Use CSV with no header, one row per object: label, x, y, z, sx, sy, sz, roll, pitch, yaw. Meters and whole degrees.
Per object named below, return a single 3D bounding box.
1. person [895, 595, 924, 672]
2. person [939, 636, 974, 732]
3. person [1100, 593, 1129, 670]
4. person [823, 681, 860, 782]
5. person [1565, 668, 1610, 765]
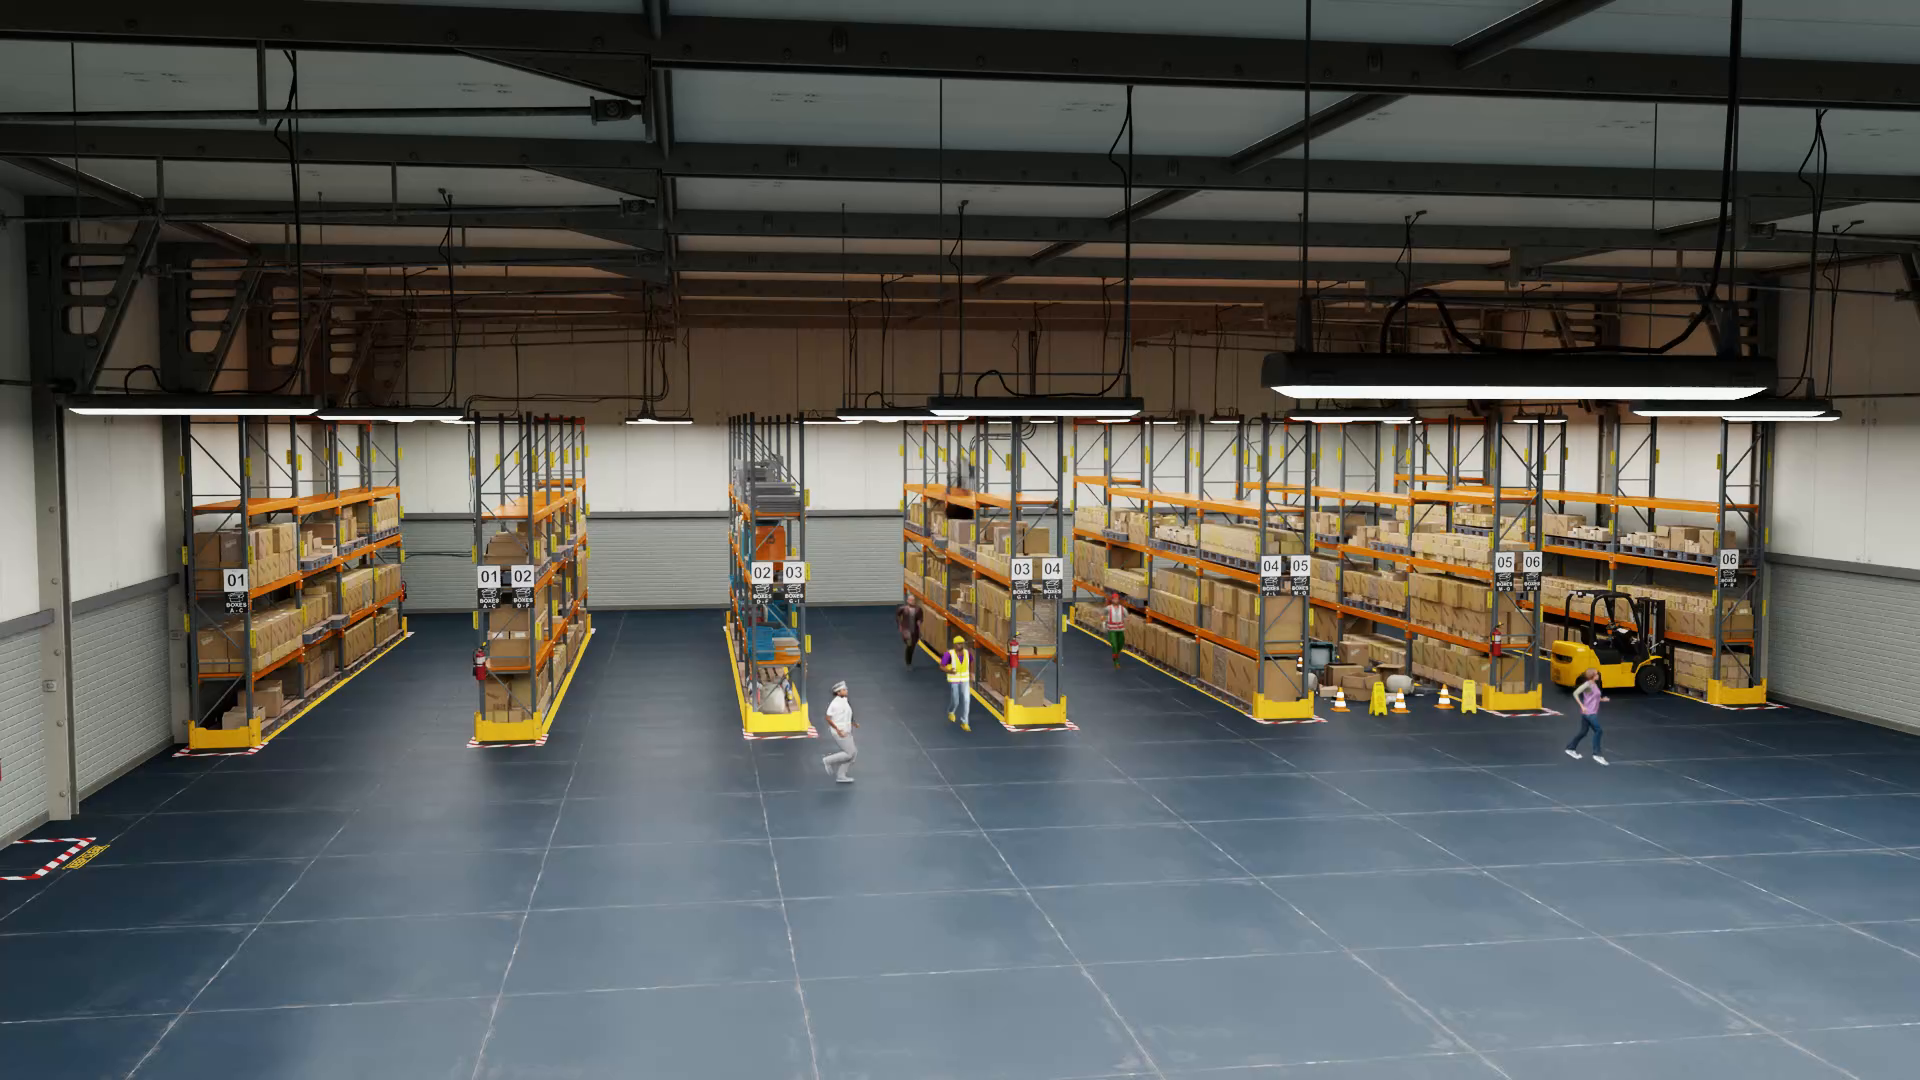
person,-1.166,2.195,39.139,0.613,1.815,0.909,-2,4,-21
person,-0.040,2.699,31.635,0.735,1.766,0.916,-1,4,-18
person,3.686,2.144,39.370,0.665,1.766,0.980,-1,4,-11
person,-1.908,3.082,26.793,0.551,1.646,0.589,1,4,14
person,10.697,2.984,28.323,0.724,1.631,0.505,2,4,30
